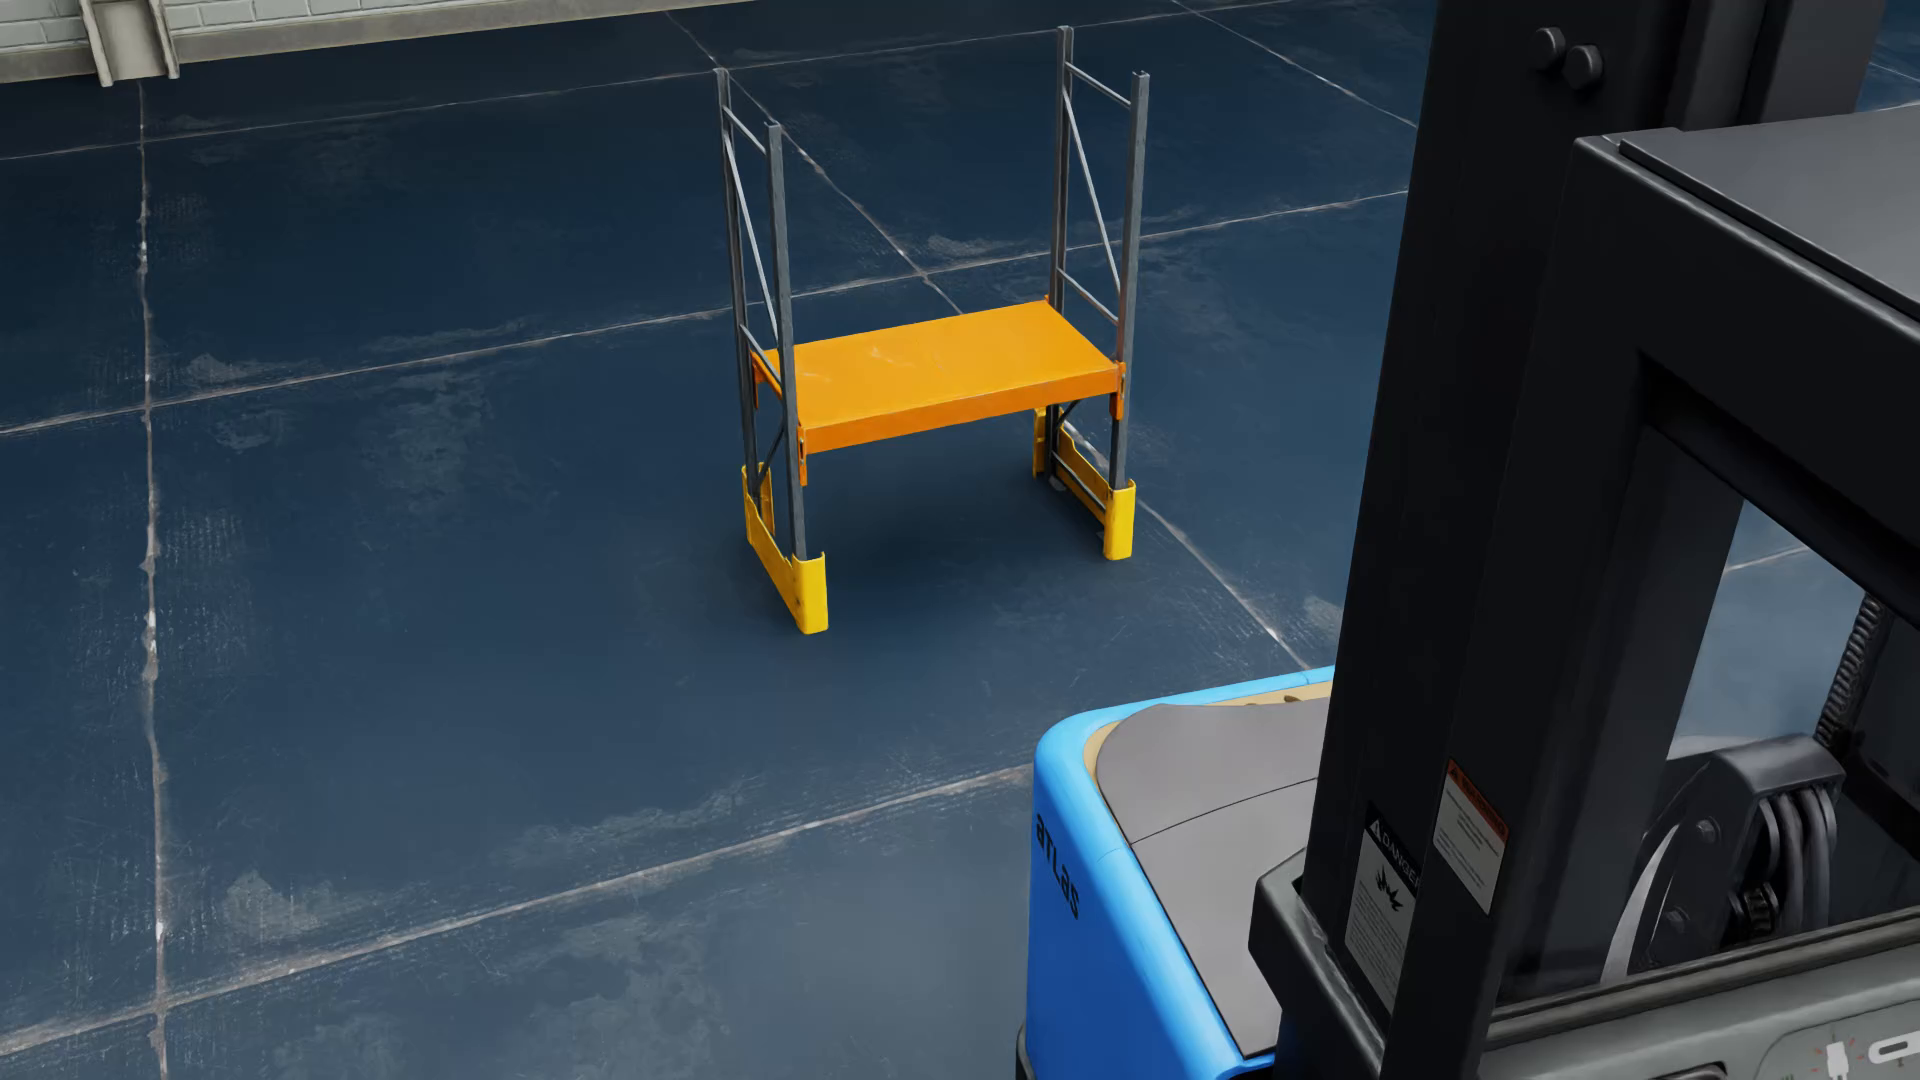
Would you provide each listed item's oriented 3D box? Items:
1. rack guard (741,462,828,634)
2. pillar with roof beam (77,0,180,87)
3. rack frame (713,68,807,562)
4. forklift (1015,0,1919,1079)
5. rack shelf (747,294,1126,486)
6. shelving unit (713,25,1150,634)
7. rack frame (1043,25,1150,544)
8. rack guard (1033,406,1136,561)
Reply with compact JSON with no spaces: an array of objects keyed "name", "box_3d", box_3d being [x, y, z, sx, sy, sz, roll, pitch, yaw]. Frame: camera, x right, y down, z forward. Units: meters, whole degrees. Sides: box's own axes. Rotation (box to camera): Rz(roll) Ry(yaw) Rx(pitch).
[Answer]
[{"name":"rack guard","box_3d":[-0.529,0.016,4.995,0.087,0.250,0.587,-13,35,-19]},{"name":"pillar with roof beam","box_3d":[-2.875,-4.189,3.437,0.400,9.000,9.100,-13,35,-19]},{"name":"rack frame","box_3d":[-0.547,-0.503,4.648,0.032,1.500,0.500,-13,35,-19]},{"name":"forklift","box_3d":[1.008,0.674,1.527,1.130,2.935,3.031,-9,34,-13]},{"name":"rack shelf","box_3d":[-0.079,-0.460,4.911,1.000,0.185,0.538,-13,35,-19]},{"name":"shelving unit","box_3d":[-0.070,-0.613,4.816,1.083,1.500,0.587,-13,35,-19]},{"name":"rack frame","box_3d":[0.390,-0.718,4.978,0.032,1.500,0.500,-13,35,-19]},{"name":"rack guard","box_3d":[0.389,-0.194,5.319,0.087,0.250,0.587,-13,35,-19]}]
